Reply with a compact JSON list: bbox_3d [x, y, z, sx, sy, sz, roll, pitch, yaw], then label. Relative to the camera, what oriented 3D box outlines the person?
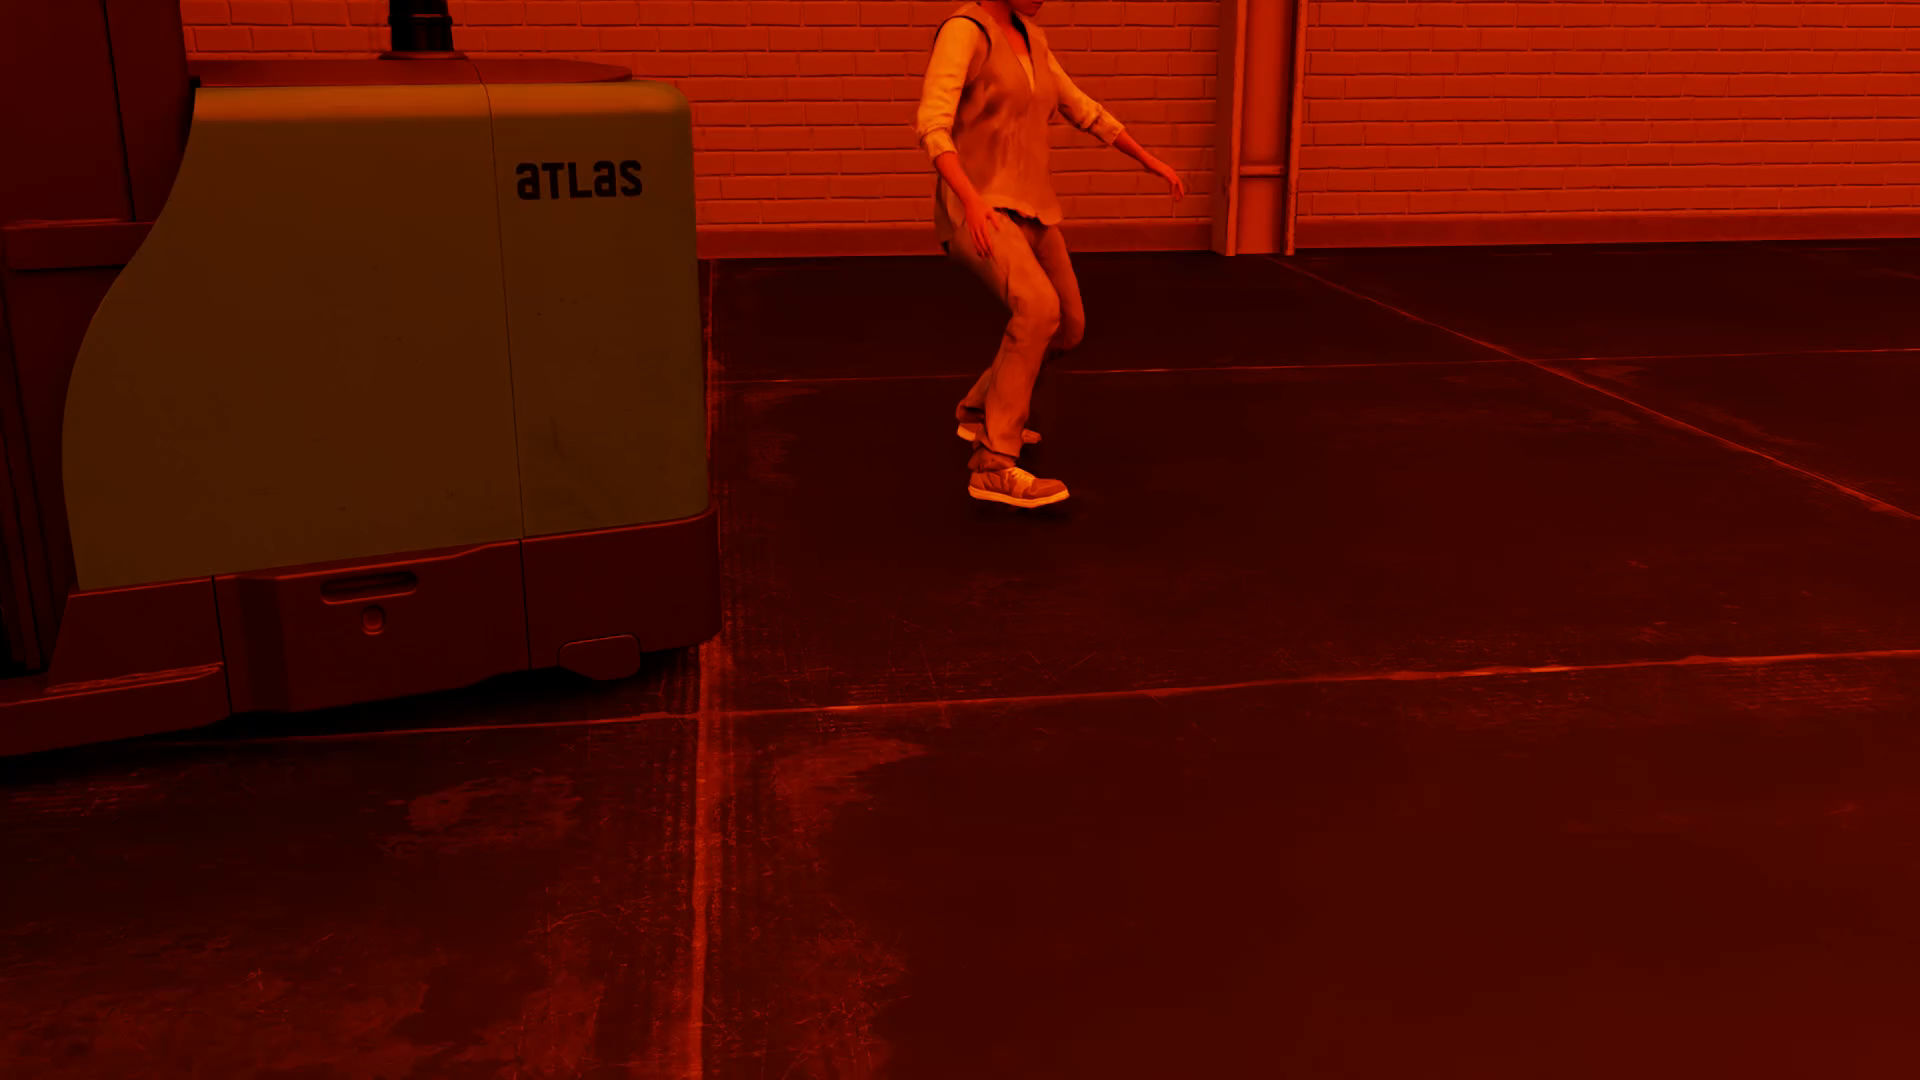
[{"bbox_3d":[0.171,-0.852,4.363,0.730,1.460,0.849,12,21,35],"label":"person"}]

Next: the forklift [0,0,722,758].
[{"bbox_3d":[-2.013,-1.103,2.546,3.031,2.935,1.130,-8,18,-24],"label":"forklift"}]
